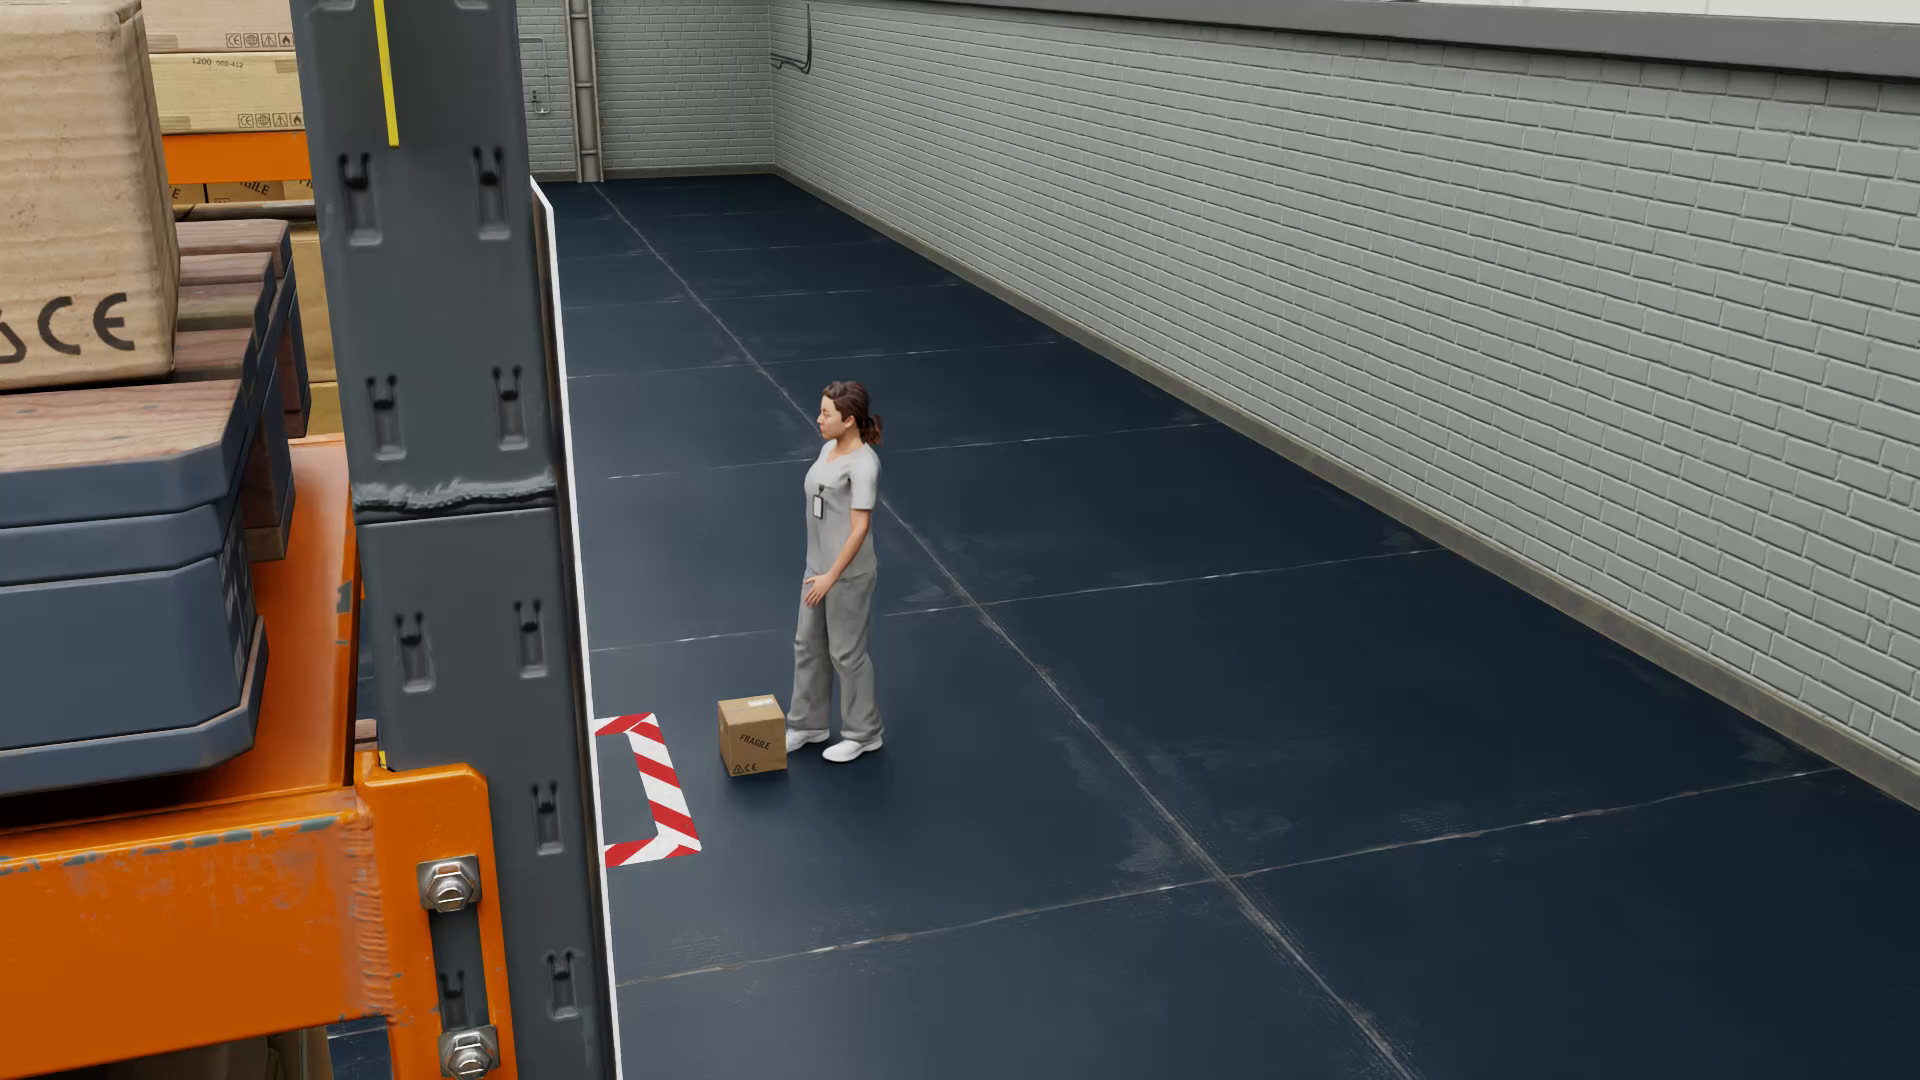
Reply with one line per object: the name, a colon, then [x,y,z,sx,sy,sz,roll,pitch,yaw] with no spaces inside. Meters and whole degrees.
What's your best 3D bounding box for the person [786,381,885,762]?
person: [-0.565,0.152,7.137,0.540,1.689,0.492,-11,22,-28]
